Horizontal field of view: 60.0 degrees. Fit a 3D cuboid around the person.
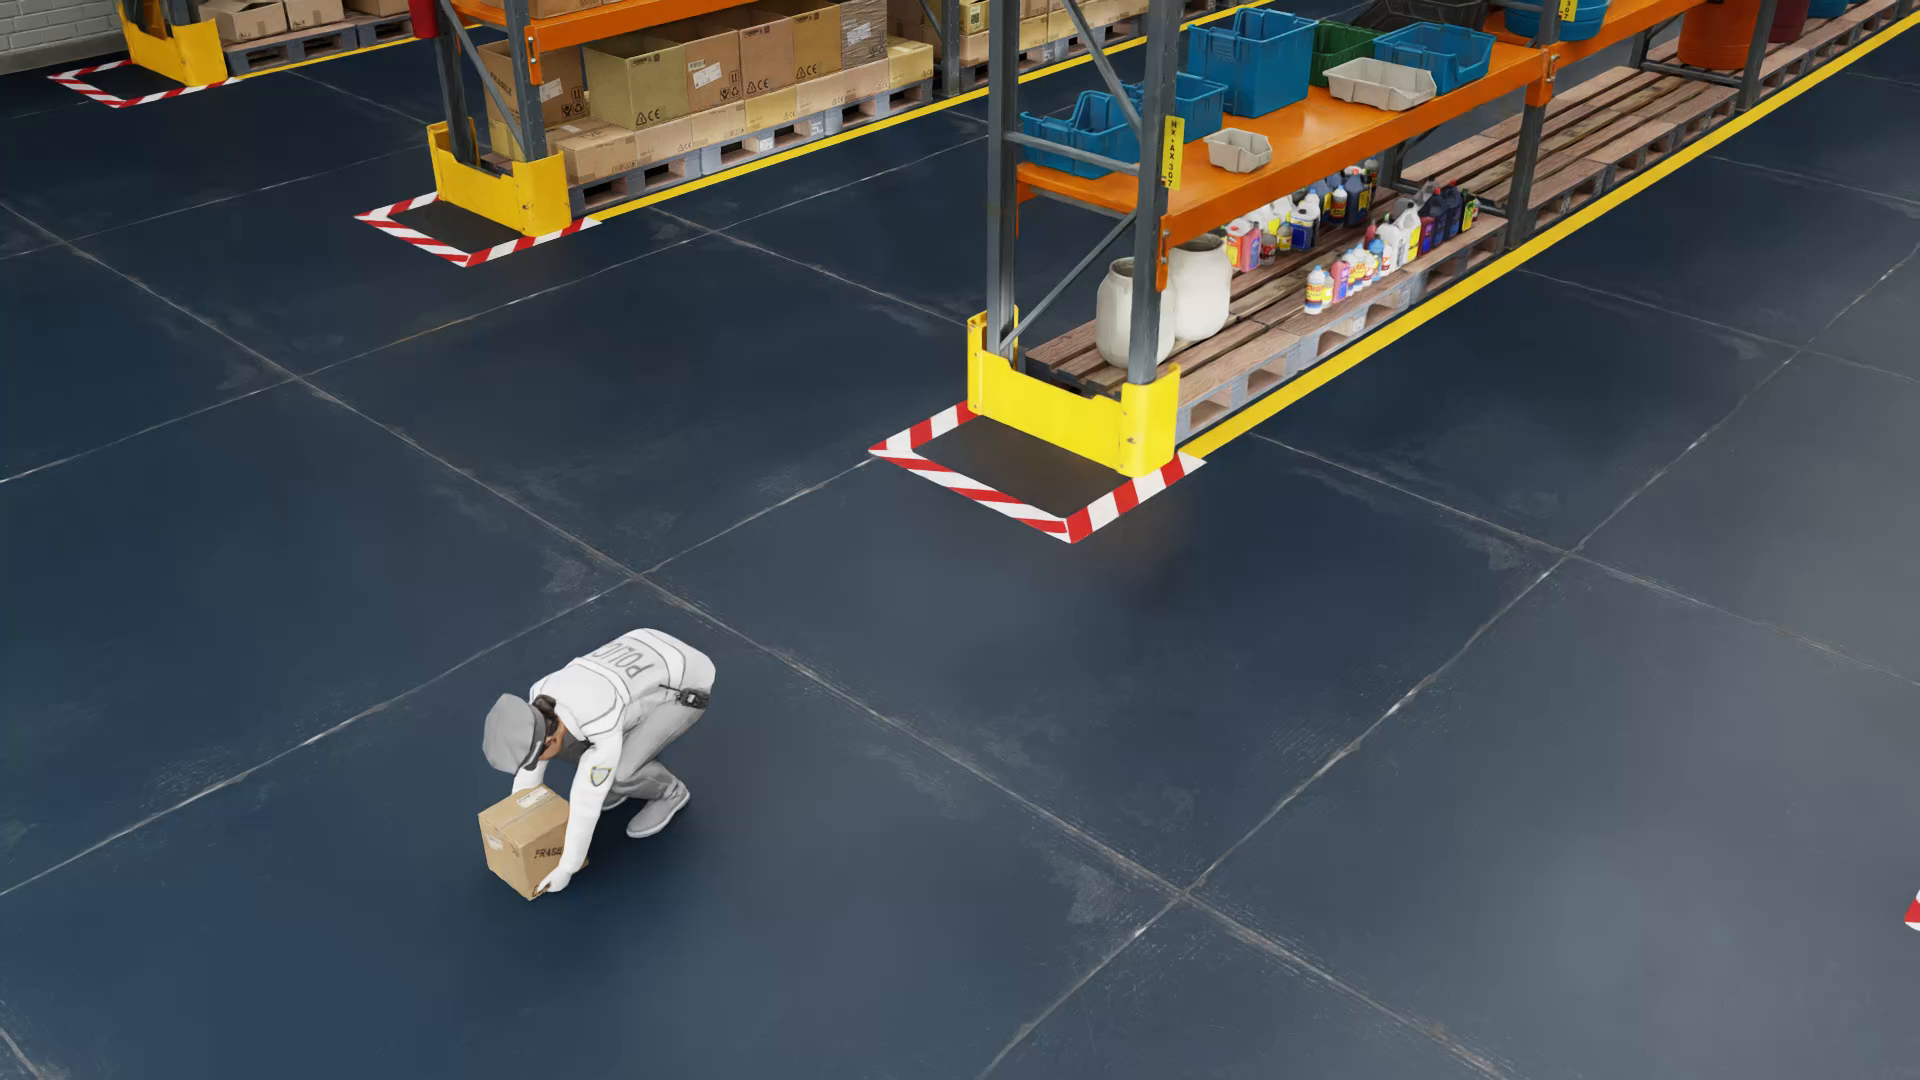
[{"bbox_3d":[-1.254,0.715,5.861,0.441,0.769,0.909,24,39,34],"label":"person"}]
